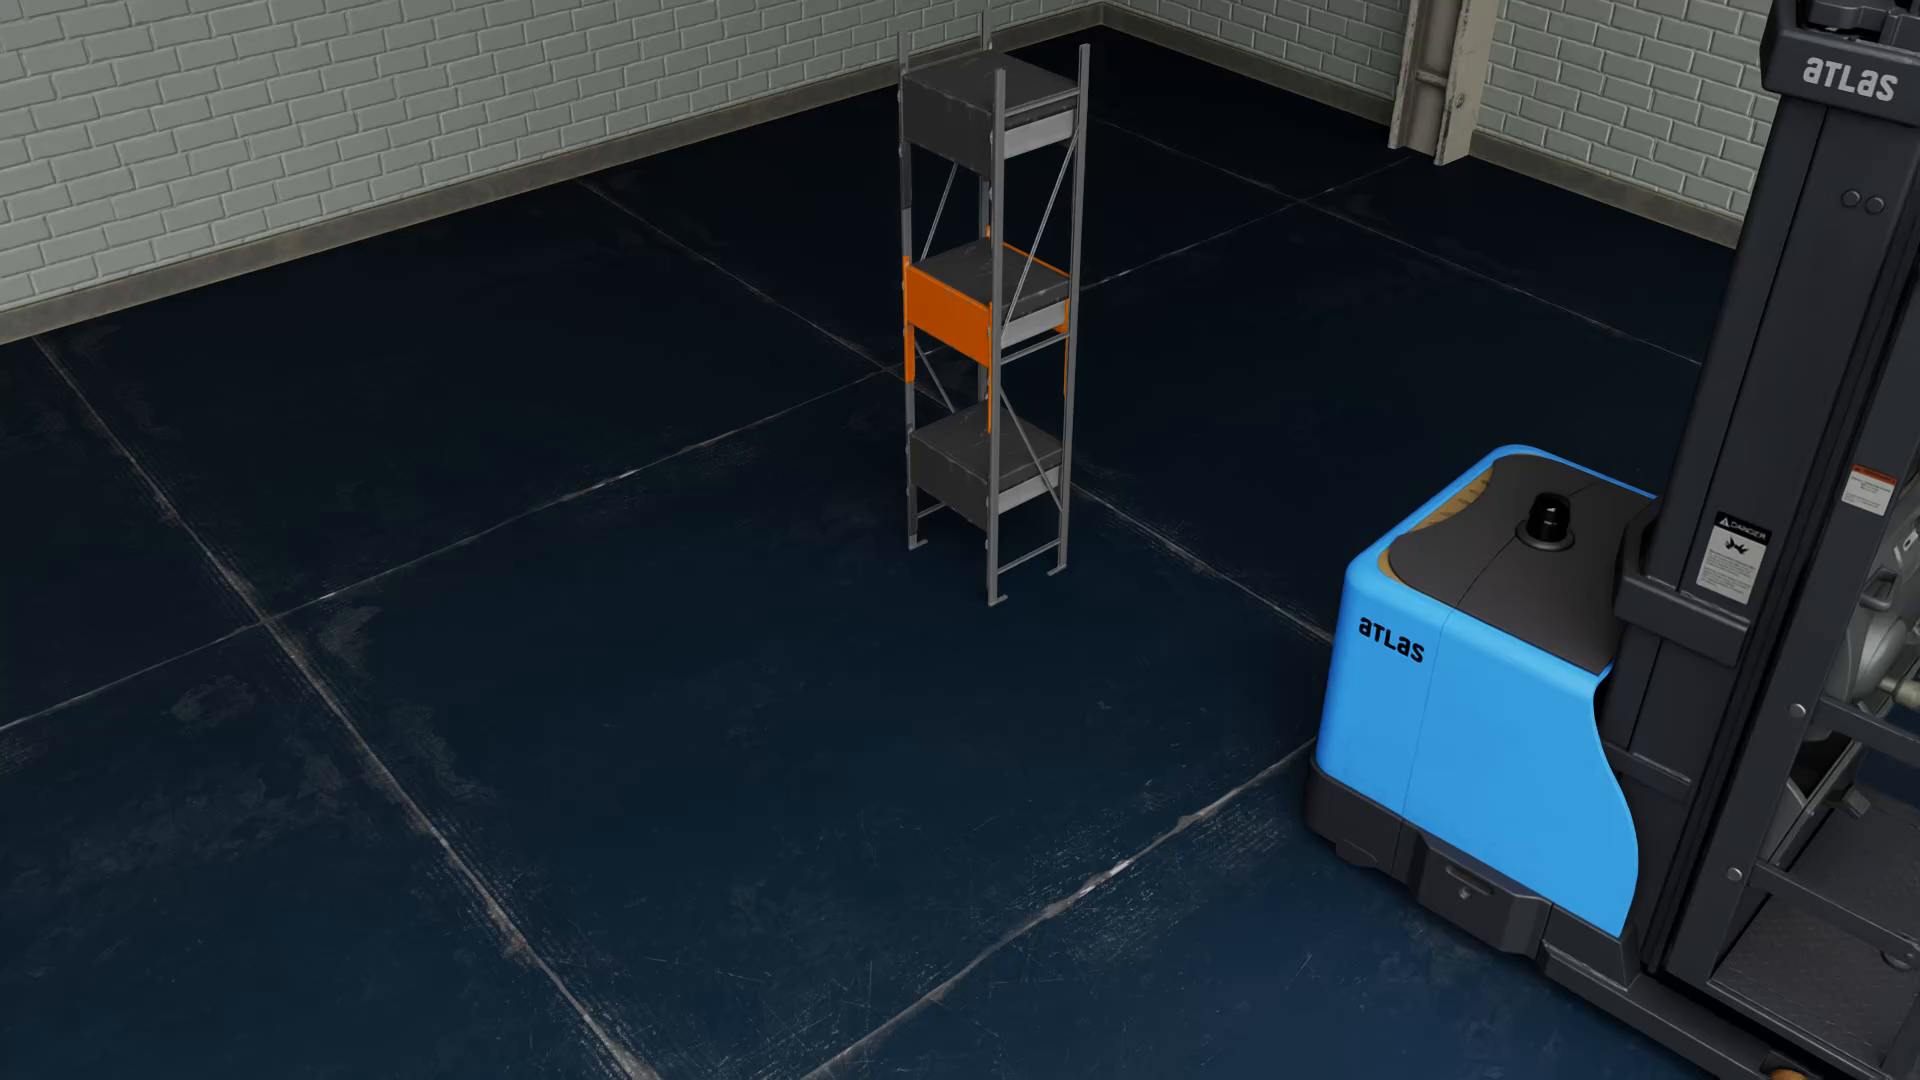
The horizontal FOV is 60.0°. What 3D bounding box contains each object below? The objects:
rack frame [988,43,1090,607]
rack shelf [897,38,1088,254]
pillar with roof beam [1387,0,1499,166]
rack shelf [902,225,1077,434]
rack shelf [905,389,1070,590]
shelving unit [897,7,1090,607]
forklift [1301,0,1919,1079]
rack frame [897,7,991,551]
[{"bbox_3d":[0.264,-0.676,5.888,0.400,2.100,0.015,-26,43,-32],"label":"rack frame"},{"bbox_3d":[0.107,-1.344,5.643,0.431,0.518,0.480,-26,43,-32],"label":"rack shelf"},{"bbox_3d":[-0.442,-4.436,5.227,9.100,9.000,0.400,-26,43,-32],"label":"pillar with roof beam"},{"bbox_3d":[0.107,-0.773,6.048,0.431,0.518,0.480,-26,43,-32],"label":"rack shelf"},{"bbox_3d":[0.107,-0.201,6.452,0.431,0.518,0.480,-26,43,-32],"label":"rack shelf"},{"bbox_3d":[0.107,-0.784,6.040,0.431,2.100,0.503,-26,43,-32],"label":"shelving unit"},{"bbox_3d":[2.517,0.137,4.021,3.031,2.935,1.130,29,44,34],"label":"forklift"},{"bbox_3d":[-0.051,-0.892,6.192,0.400,2.100,0.015,-26,43,-32],"label":"rack frame"}]
